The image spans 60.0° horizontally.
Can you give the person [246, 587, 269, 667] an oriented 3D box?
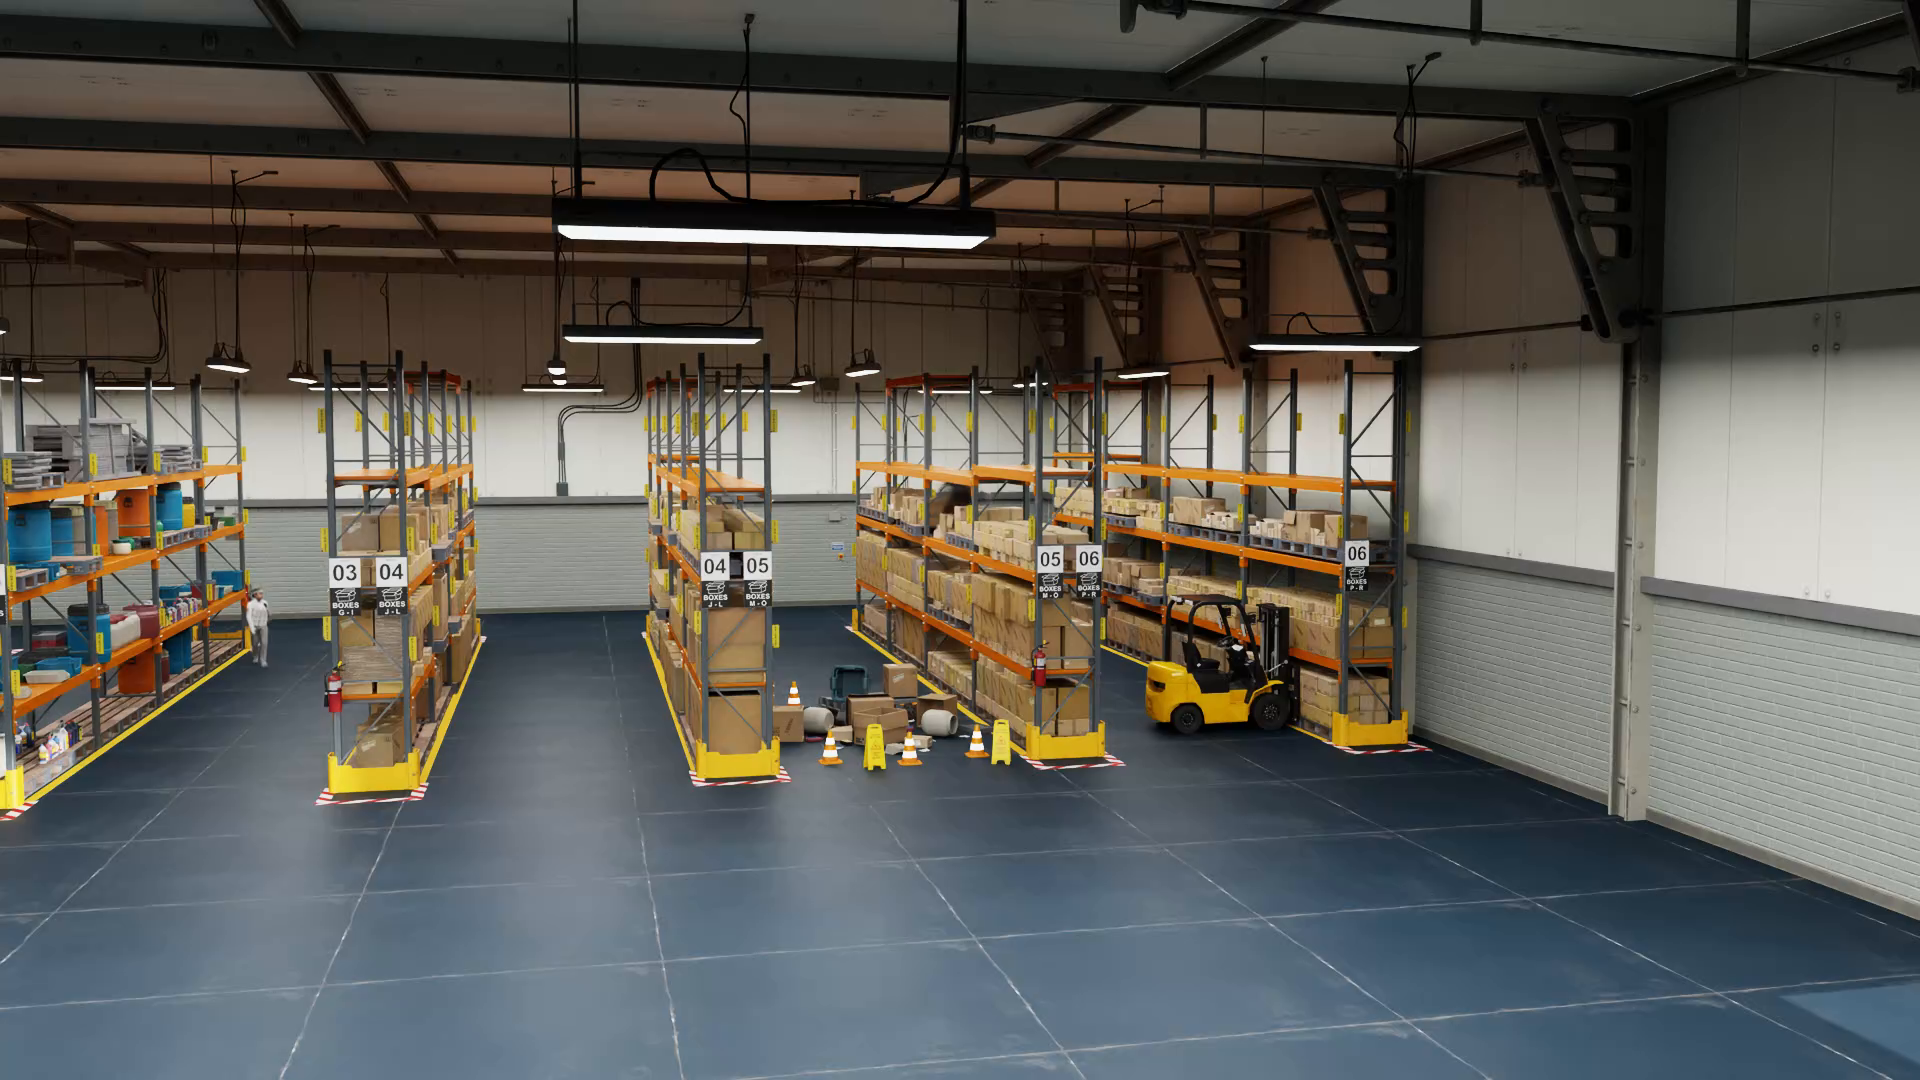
[{"bbox_3d":[-14.500,1.786,34.353,0.437,1.639,0.980,-1,4,-20],"label":"person"}]
